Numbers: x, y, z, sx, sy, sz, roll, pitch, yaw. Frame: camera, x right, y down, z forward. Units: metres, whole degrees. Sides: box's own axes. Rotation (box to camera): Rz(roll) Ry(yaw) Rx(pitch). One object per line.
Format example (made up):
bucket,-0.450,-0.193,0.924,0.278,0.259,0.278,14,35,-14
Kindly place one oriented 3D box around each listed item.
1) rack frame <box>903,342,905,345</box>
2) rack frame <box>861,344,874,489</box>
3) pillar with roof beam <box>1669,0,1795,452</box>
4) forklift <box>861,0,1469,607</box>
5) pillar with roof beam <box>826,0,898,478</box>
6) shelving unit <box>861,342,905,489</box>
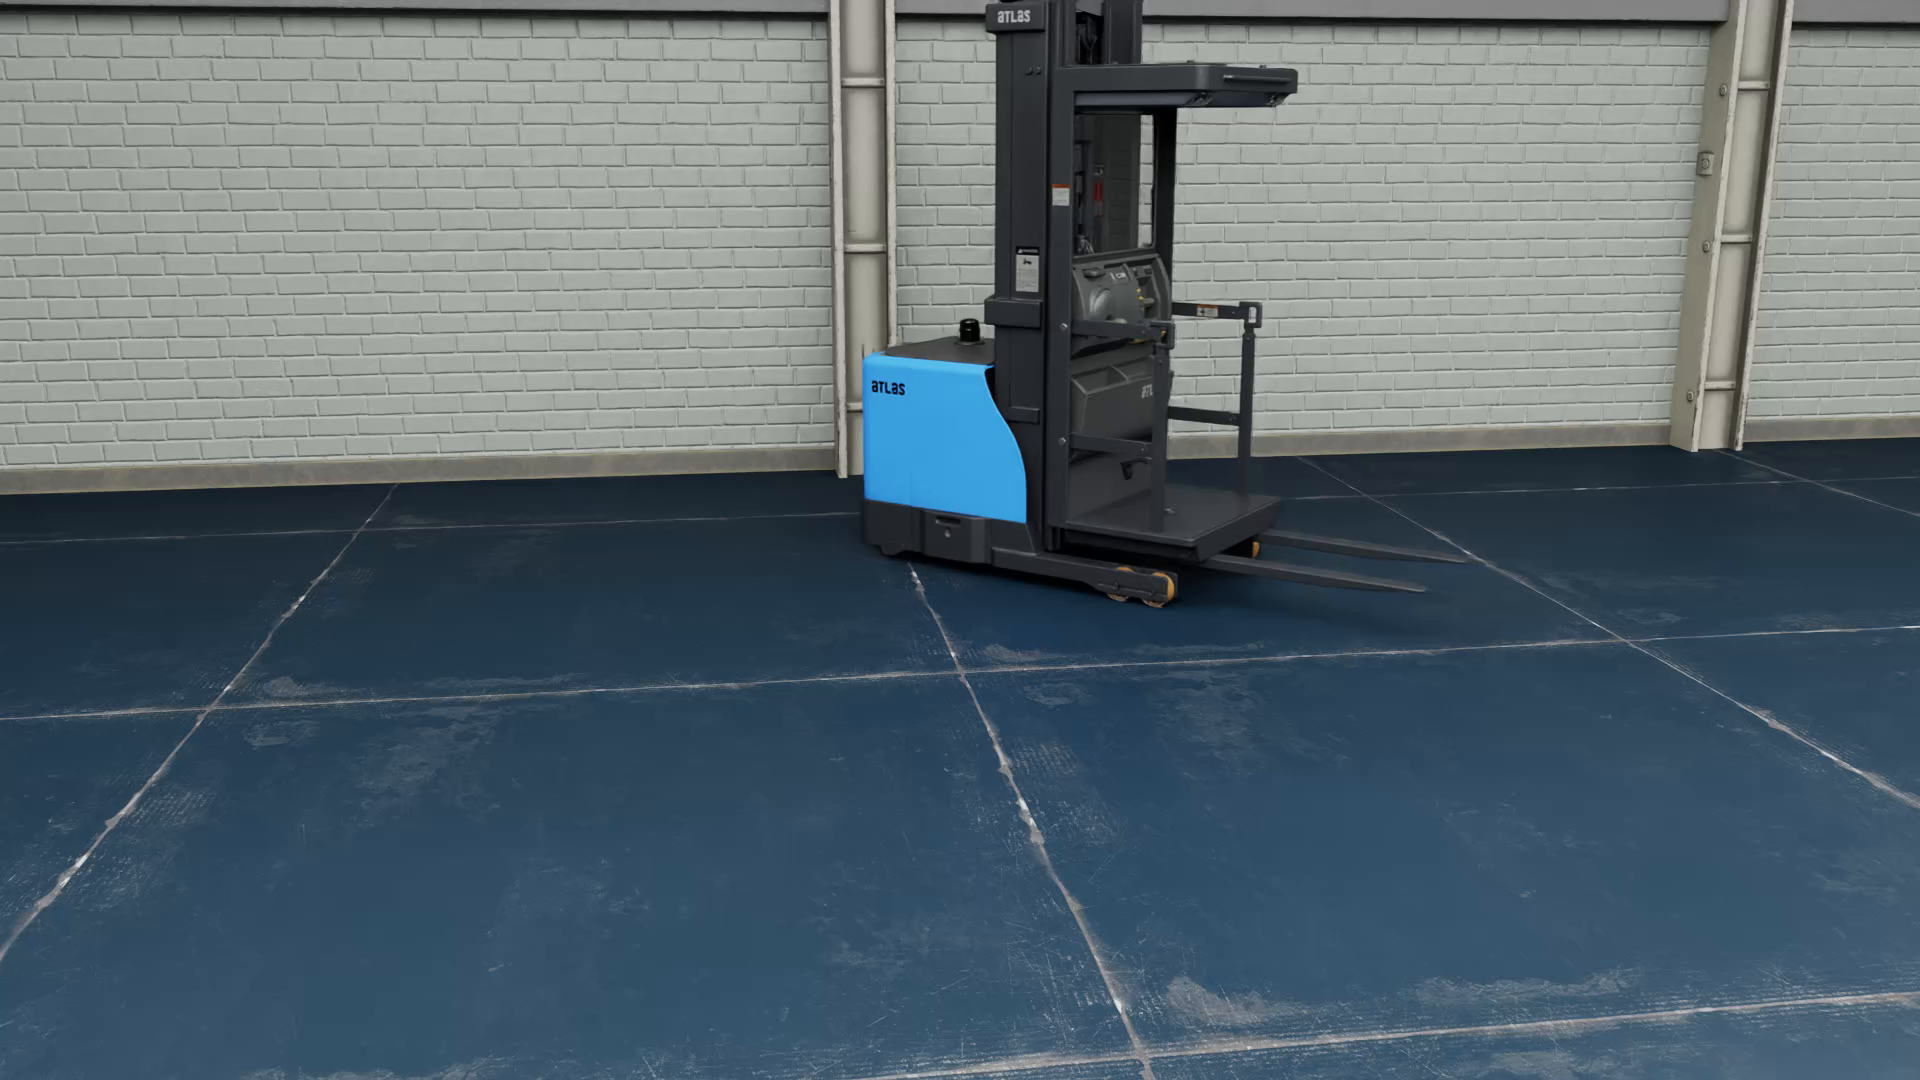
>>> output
rack frame,-0.283,-0.583,9.388,0.008,1.050,0.200,-5,15,-20
rack frame,-0.510,-0.562,9.303,0.008,1.050,0.200,-5,15,-20
pillar with roof beam,5.957,-3.995,6.653,0.400,9.000,9.100,-2,14,-8
forklift,0.983,-1.247,8.169,3.031,2.935,1.130,9,17,32
pillar with roof beam,0.024,-3.778,5.786,0.400,9.000,9.100,-2,14,-8
shelving unit,-0.396,-0.572,9.345,0.252,1.050,0.215,-5,15,-20
